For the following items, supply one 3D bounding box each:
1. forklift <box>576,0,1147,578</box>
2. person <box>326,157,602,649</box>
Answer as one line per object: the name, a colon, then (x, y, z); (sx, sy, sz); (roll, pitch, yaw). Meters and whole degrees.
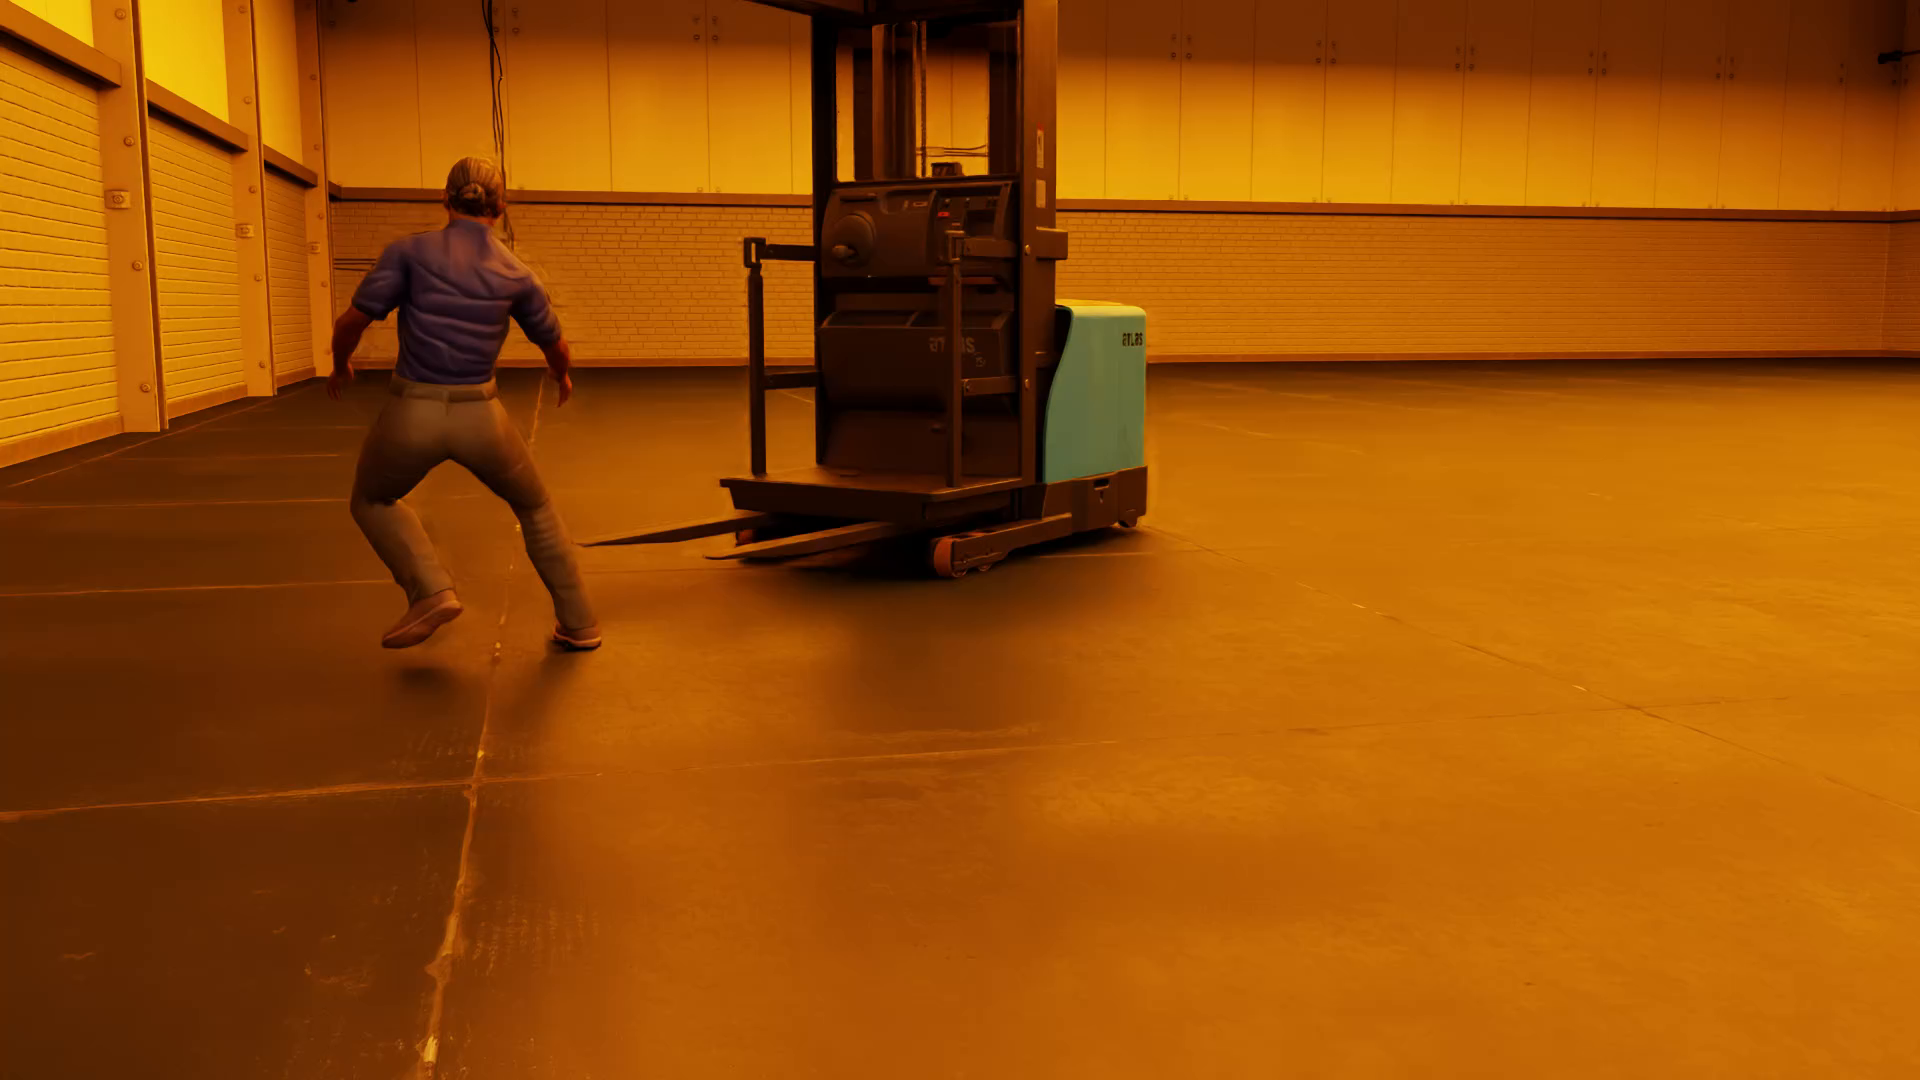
forklift: (-0.304, -1.371, 6.932); (1.130, 2.935, 3.031); (5, 9, 32)
person: (-1.513, -0.386, 5.070); (0.780, 1.492, 0.640); (-3, 8, -19)
